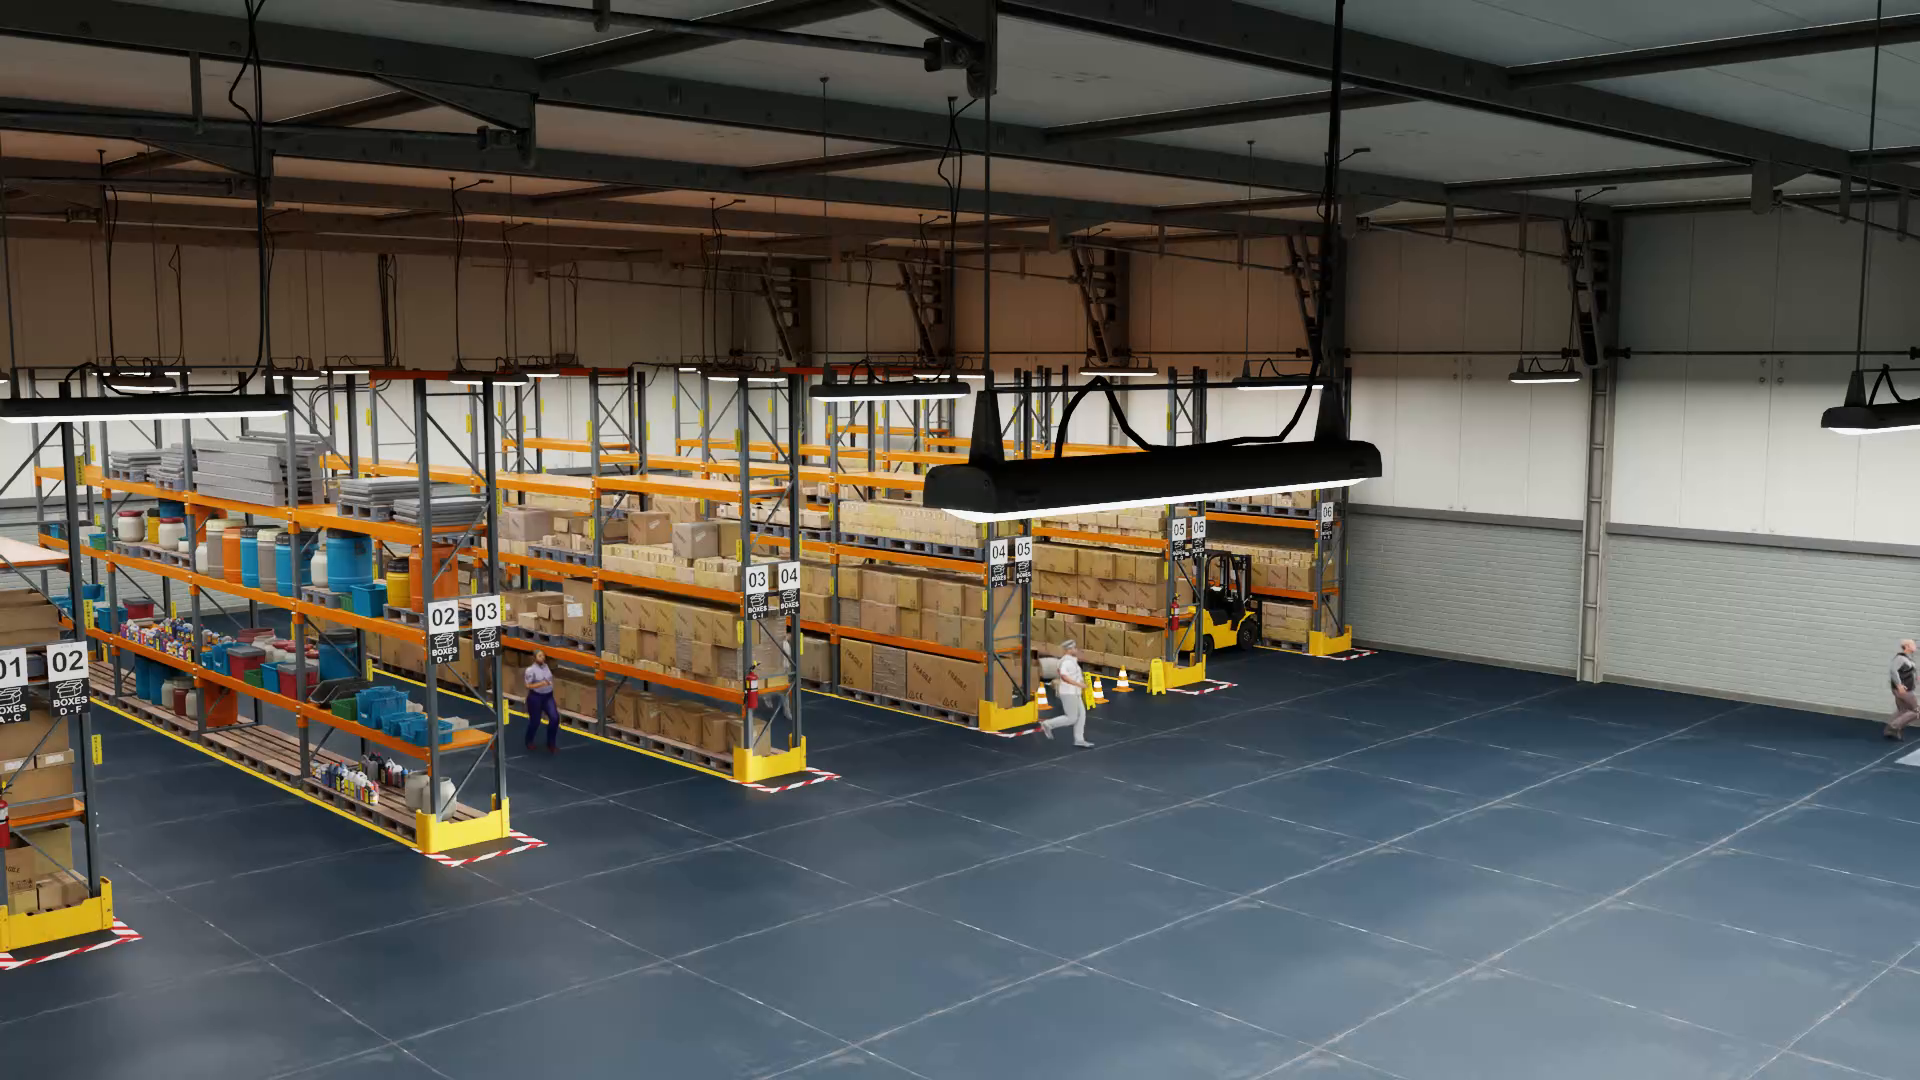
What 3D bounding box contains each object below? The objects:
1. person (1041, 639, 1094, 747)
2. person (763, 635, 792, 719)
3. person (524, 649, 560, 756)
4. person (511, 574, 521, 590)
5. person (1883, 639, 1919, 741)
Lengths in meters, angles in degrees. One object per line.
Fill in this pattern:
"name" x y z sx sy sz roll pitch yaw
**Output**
"person" 1.741 2.457 26.775 0.861 1.768 0.671 1 6 7
"person" -3.137 2.235 28.974 0.816 1.703 0.608 6 9 41
"person" -6.617 2.567 26.238 0.708 1.688 0.585 6 9 41
"person" -10.833 0.878 40.833 0.530 1.728 0.779 0 6 -2
"person" 15.399 2.440 27.036 0.601 1.688 0.667 3 7 26
